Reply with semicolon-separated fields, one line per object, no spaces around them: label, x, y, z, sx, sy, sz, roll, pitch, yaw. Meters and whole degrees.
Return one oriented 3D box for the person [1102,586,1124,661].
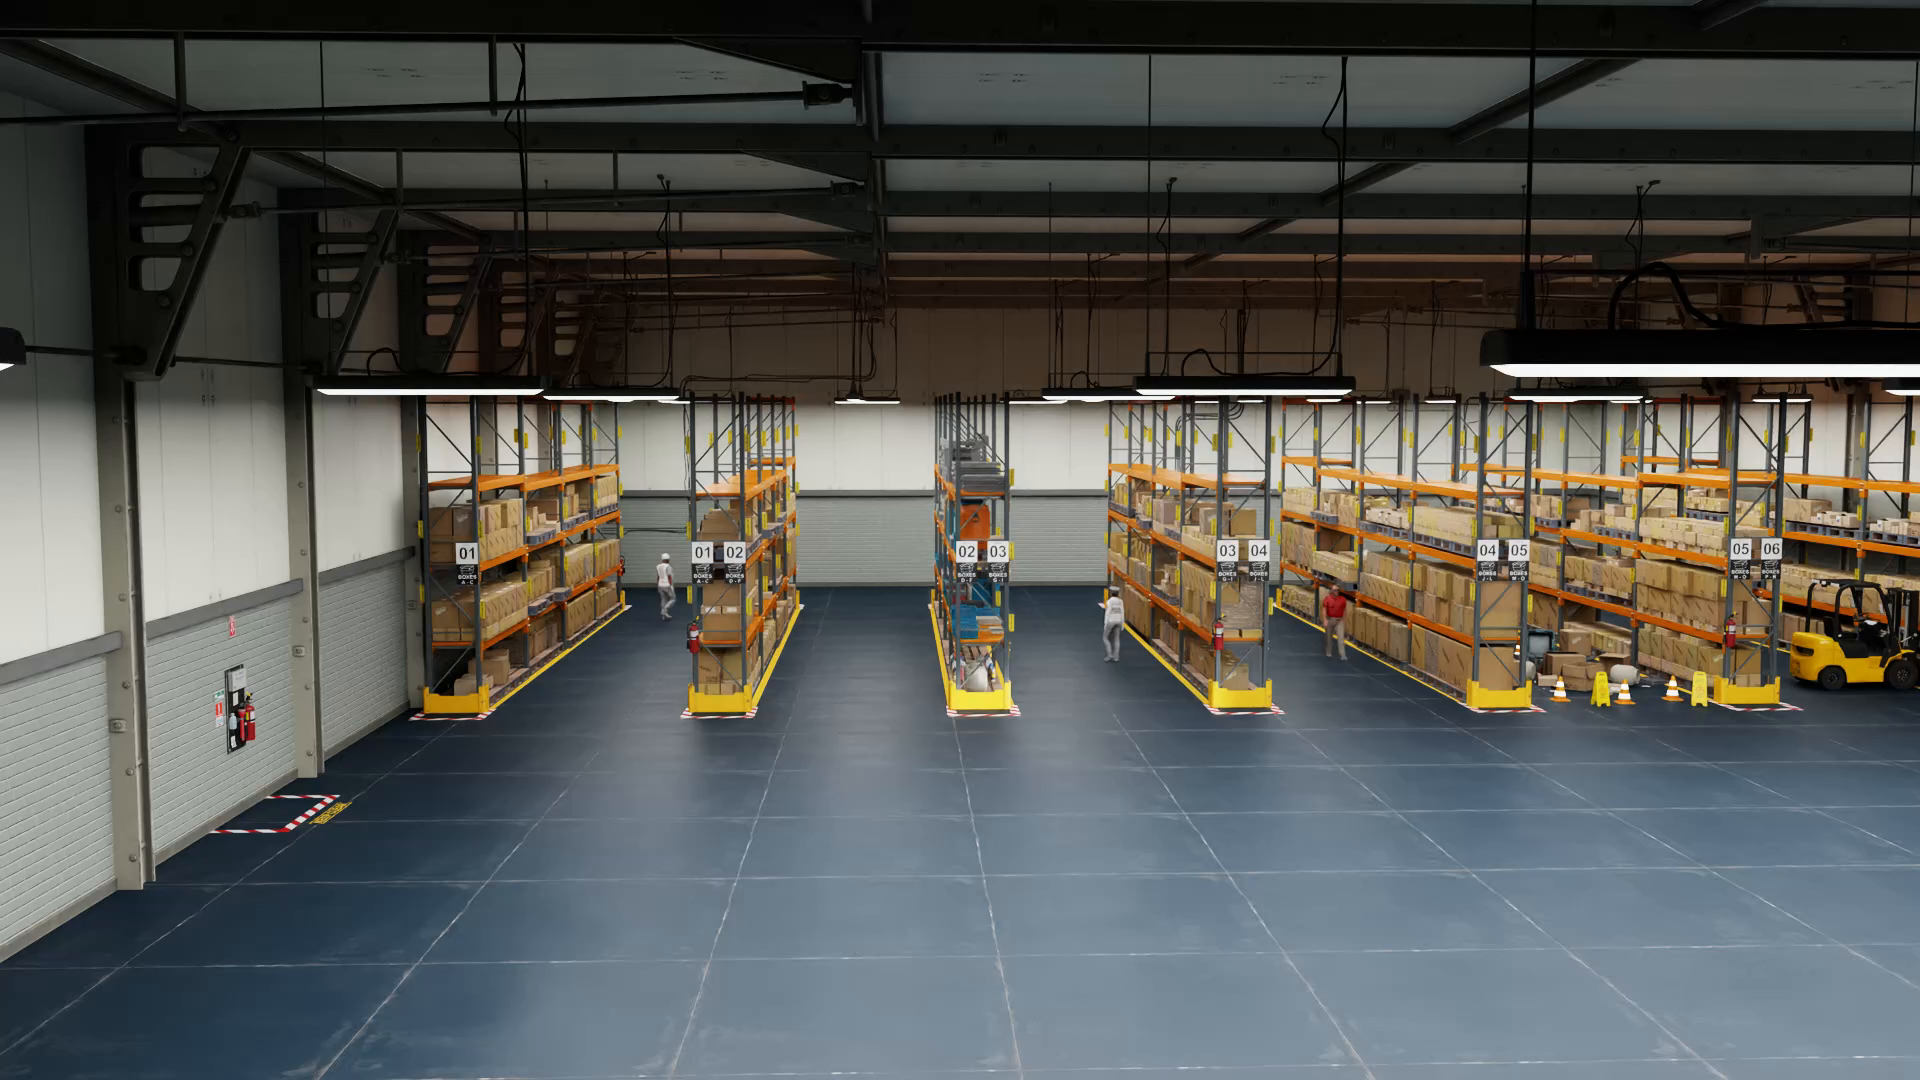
person;3.462;1.901;37.485;0.521;1.719;0.343;-2;5;-27

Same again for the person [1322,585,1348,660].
person;8.464;1.856;37.528;0.572;1.672;1.033;0;5;4

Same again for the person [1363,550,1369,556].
person;11.288;1.156;46.096;0.563;1.770;0.510;0;5;-5

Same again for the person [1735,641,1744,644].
person;16.968;1.963;36.296;0.511;1.719;0.615;-1;5;-11

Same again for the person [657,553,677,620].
person;-7.926;1.259;44.656;0.474;1.788;0.599;-4;6;-44
